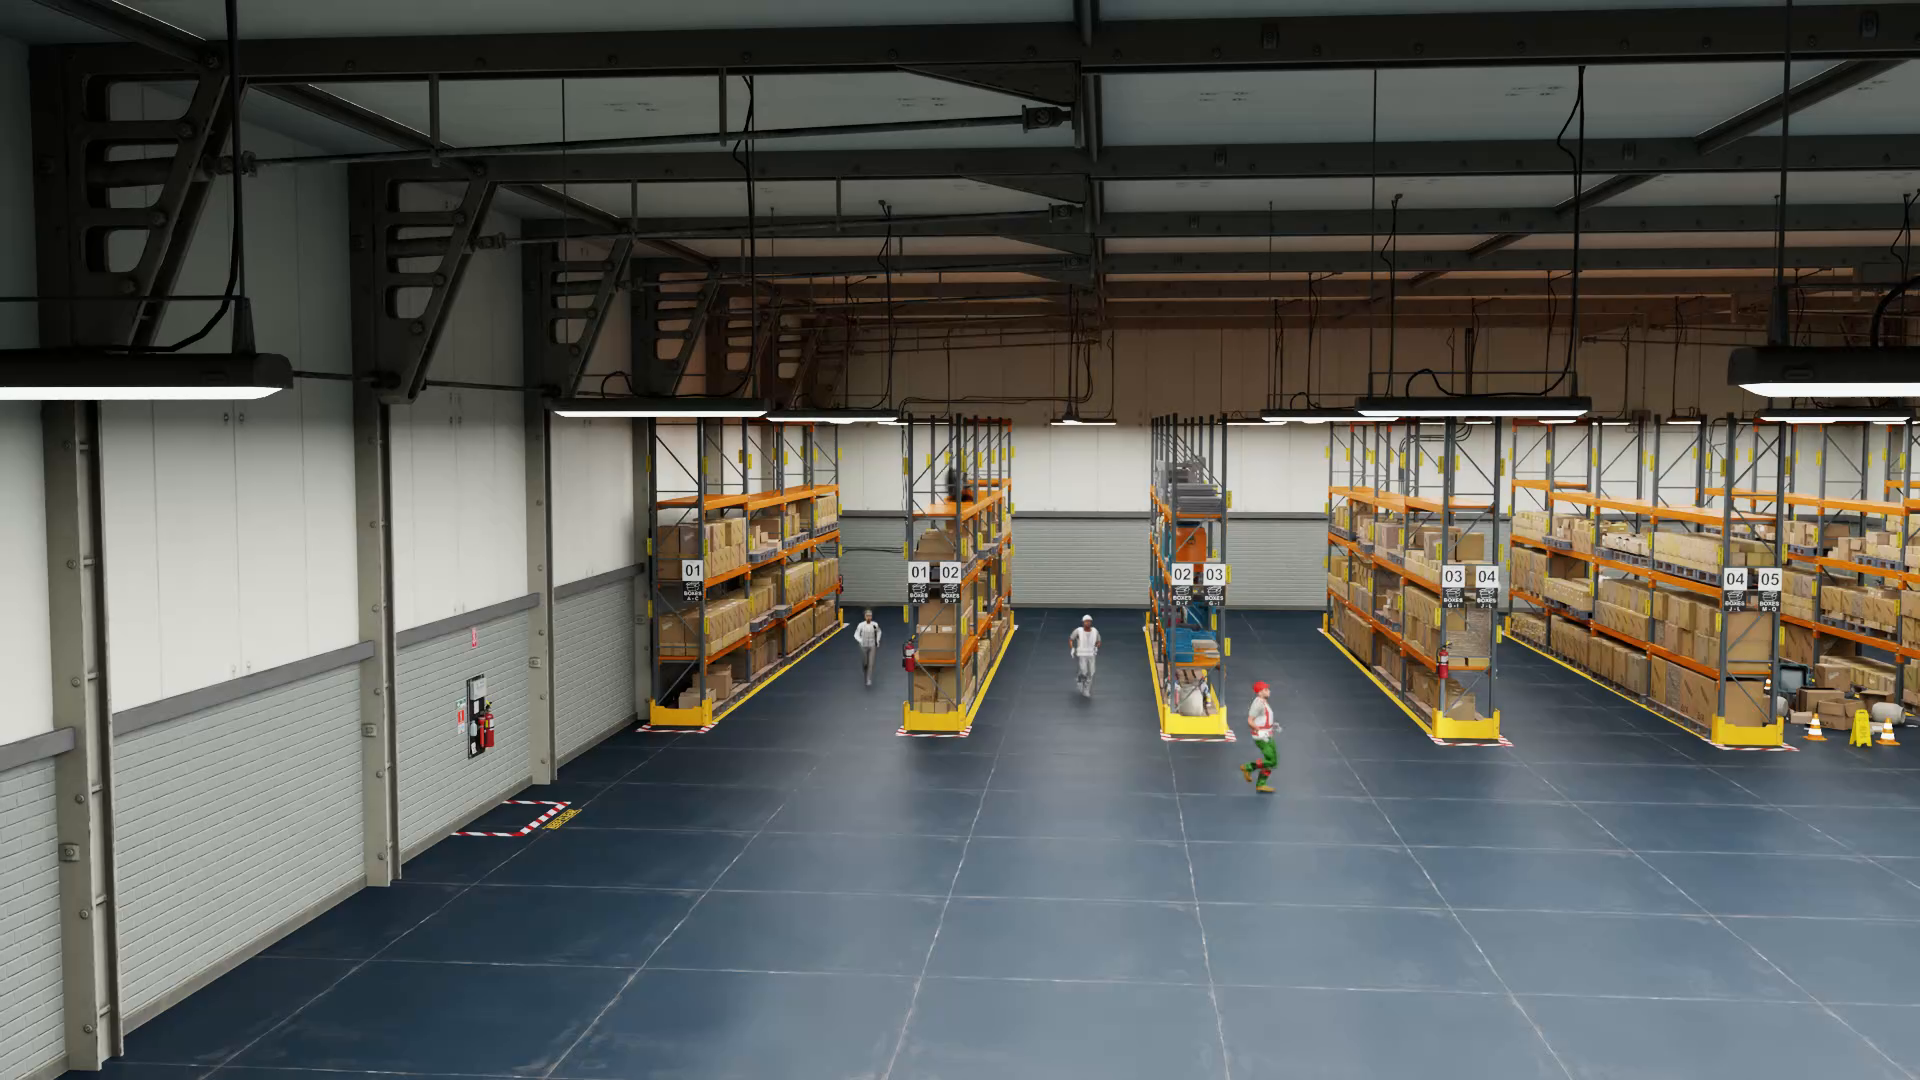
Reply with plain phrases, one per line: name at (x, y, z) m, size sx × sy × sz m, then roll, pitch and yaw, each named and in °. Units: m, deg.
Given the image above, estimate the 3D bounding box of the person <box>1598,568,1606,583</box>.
person at (18.188, 1.673, 47.167) m, size 1.001 × 1.786 × 0.719 m, roll 0°, pitch 4°, yaw 5°

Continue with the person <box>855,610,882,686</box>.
person at (-2.048, 2.385, 37.167) m, size 0.618 × 1.678 × 0.890 m, roll 0°, pitch 4°, yaw -6°

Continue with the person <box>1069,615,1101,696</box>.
person at (2.703, 2.470, 35.394) m, size 0.682 × 1.736 × 0.585 m, roll -1°, pitch 4°, yaw -12°

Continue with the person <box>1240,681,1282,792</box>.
person at (4.745, 3.092, 26.203) m, size 0.601 × 1.738 × 0.657 m, roll 1°, pitch 4°, yaw 21°
